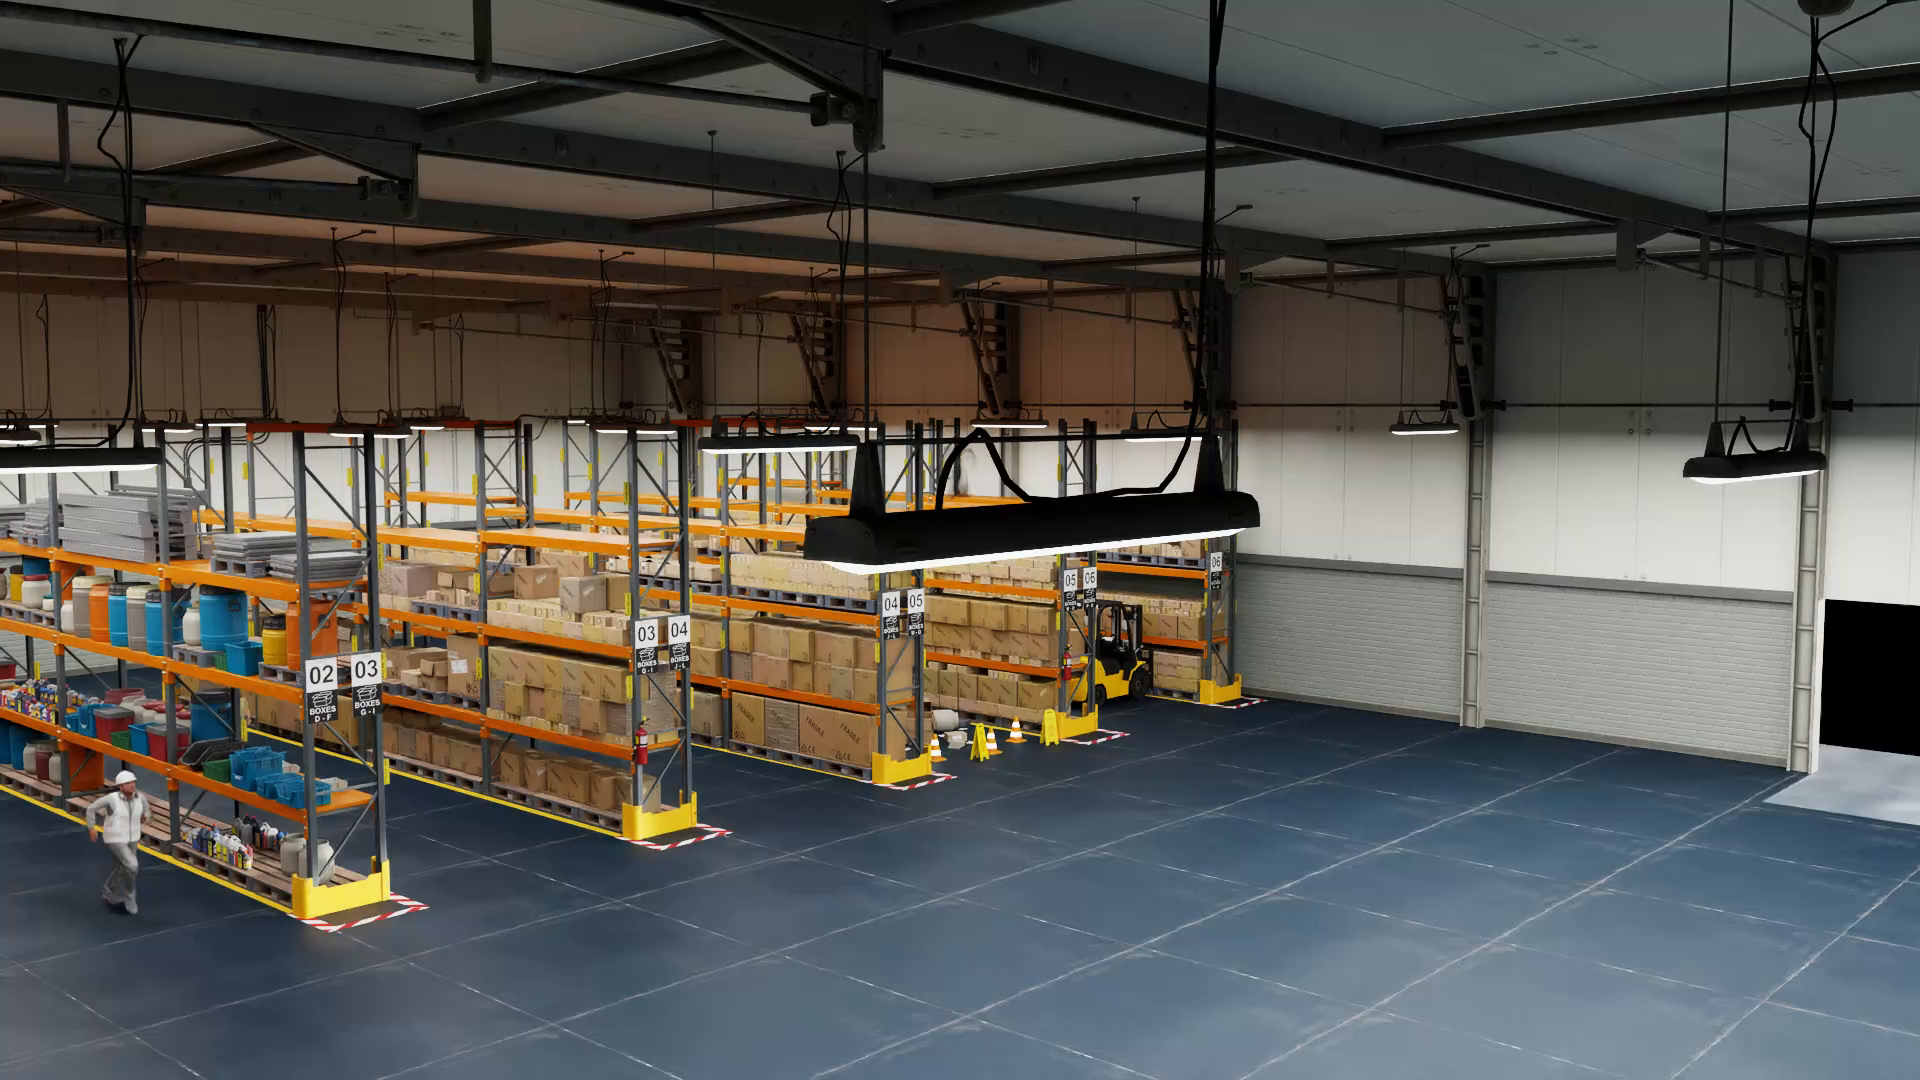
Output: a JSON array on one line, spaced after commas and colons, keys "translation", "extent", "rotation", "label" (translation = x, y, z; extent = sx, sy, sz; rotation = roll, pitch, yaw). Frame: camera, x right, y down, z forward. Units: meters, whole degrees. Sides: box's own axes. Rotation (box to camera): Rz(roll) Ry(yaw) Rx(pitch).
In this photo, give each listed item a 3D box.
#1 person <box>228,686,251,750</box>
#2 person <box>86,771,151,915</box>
[{"translation": [-12.260, 3.222, 28.141], "extent": [0.564, 1.637, 0.570], "rotation": [3, 6, 37], "label": "person"}, {"translation": [-10.450, 3.758, 20.737], "extent": [0.831, 1.794, 0.681], "rotation": [3, 5, 29], "label": "person"}]
